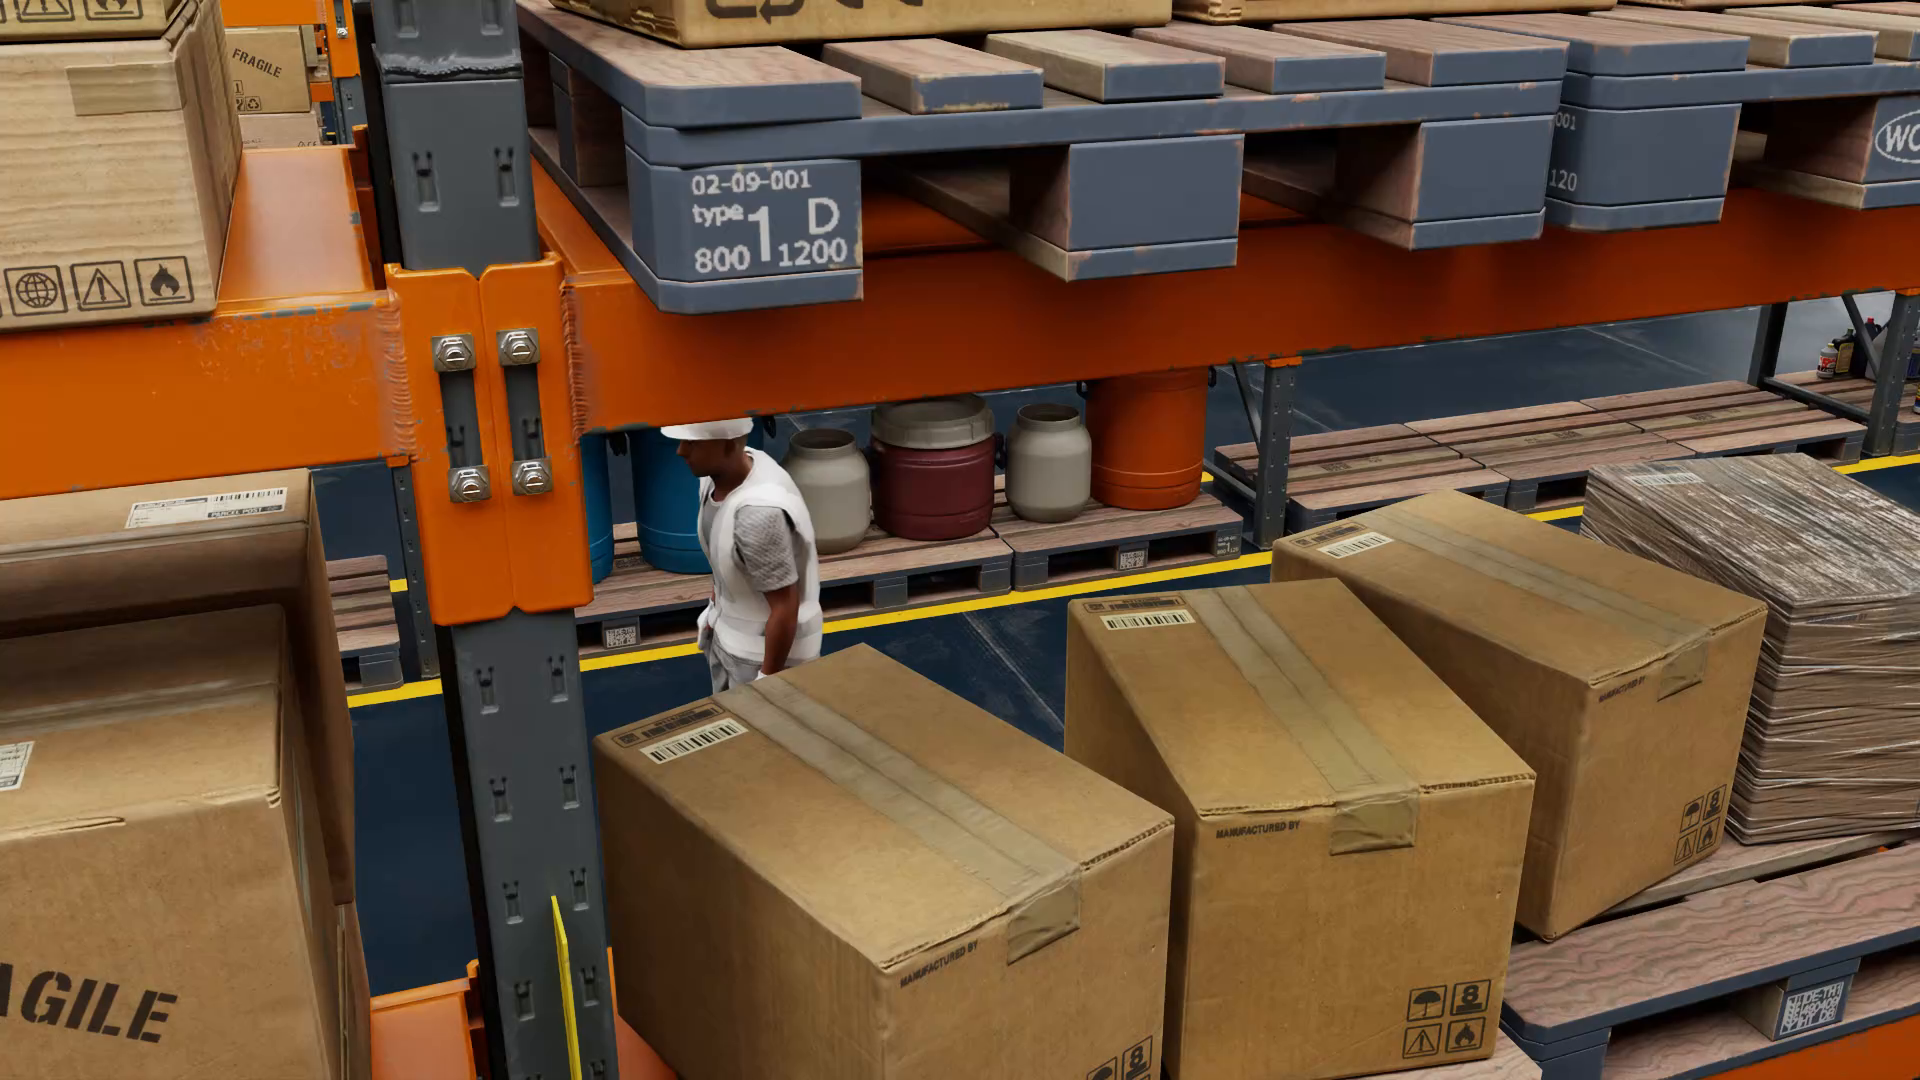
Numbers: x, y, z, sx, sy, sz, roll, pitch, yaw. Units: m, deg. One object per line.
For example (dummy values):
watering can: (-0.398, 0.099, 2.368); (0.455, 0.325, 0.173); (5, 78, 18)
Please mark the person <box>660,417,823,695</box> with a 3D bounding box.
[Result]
person: (-0.675, 0.341, 5.246); (0.451, 1.774, 0.631); (-9, 24, -20)
